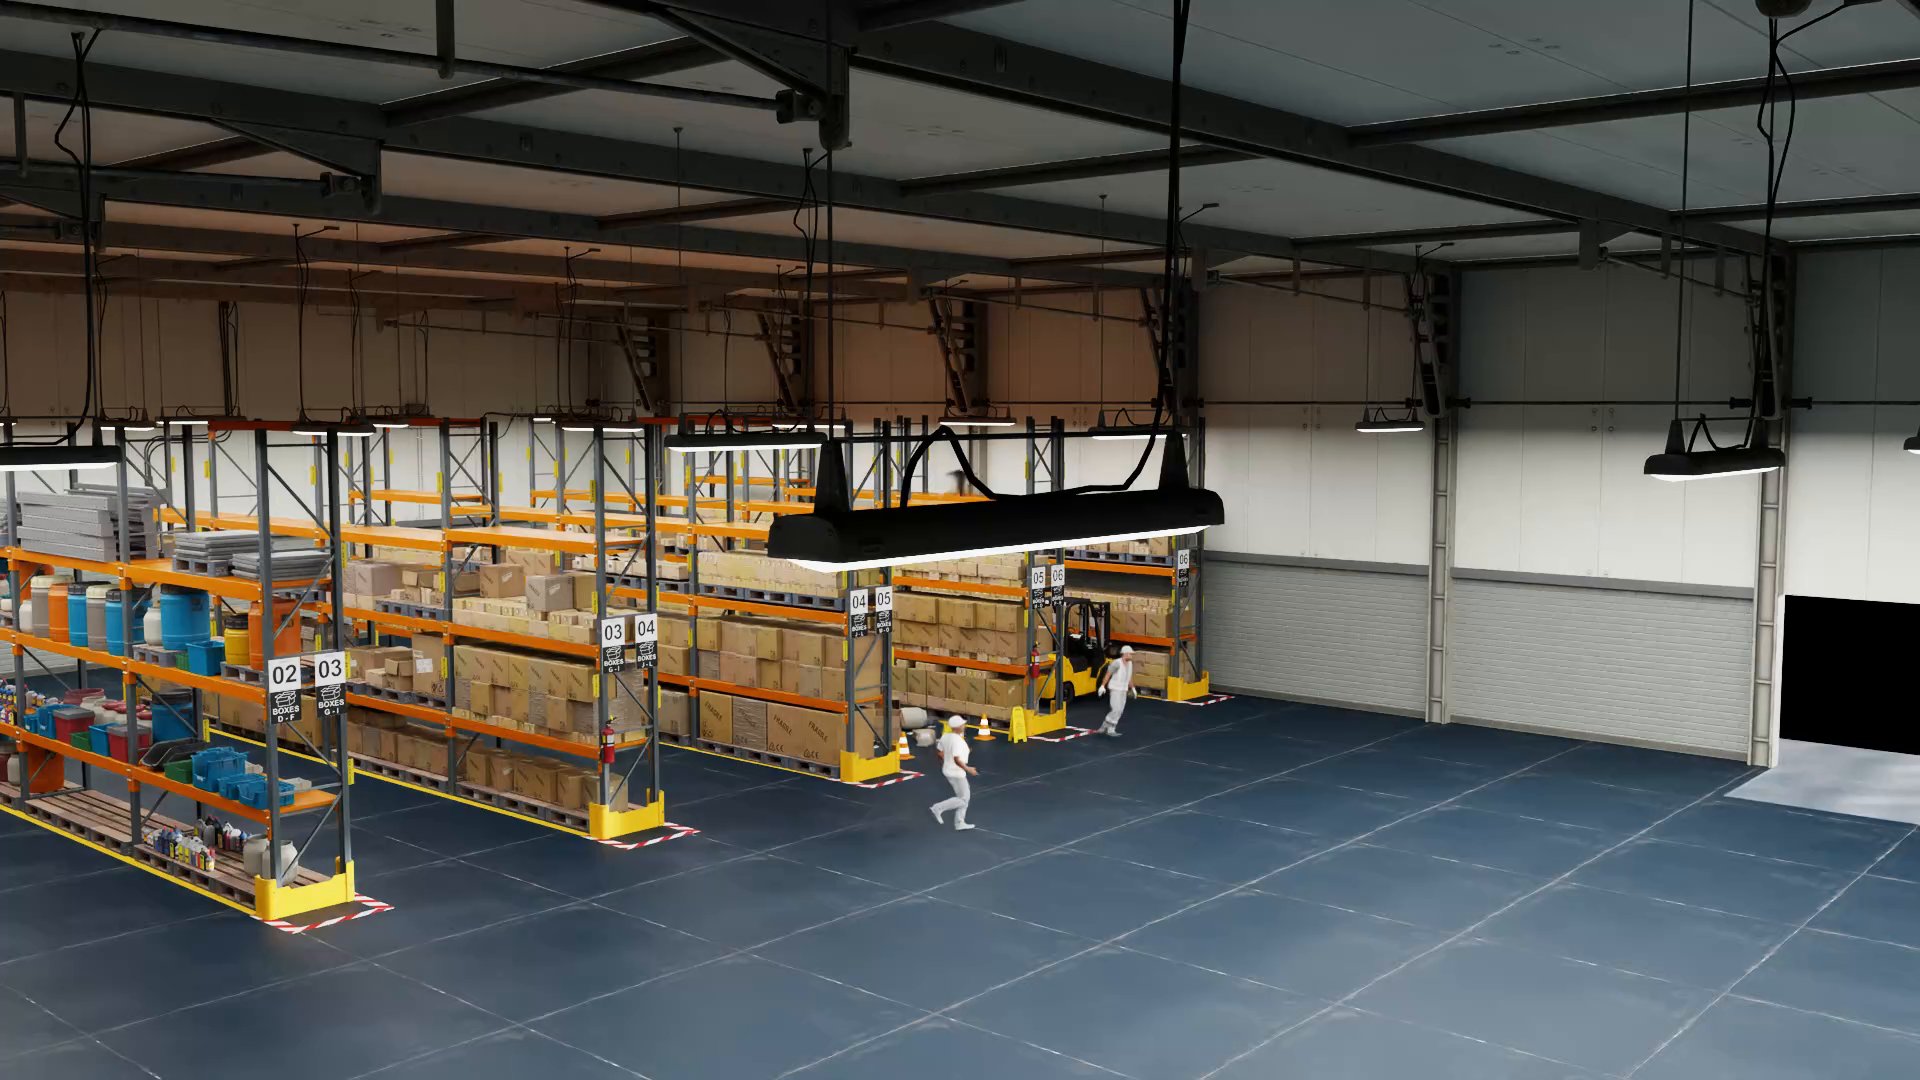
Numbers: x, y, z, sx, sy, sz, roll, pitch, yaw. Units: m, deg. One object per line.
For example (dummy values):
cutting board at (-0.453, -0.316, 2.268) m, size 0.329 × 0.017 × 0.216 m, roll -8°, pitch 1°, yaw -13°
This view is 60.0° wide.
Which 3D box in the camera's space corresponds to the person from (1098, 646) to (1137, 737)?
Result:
person at (2.984, 2.856, 31.406) m, size 0.695 × 1.753 × 0.588 m, roll -4°, pitch 6°, yaw -42°

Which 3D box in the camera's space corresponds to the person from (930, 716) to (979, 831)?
person at (-0.121, 3.445, 24.501) m, size 0.721 × 1.724 × 0.706 m, roll -2°, pitch 5°, yaw -19°
